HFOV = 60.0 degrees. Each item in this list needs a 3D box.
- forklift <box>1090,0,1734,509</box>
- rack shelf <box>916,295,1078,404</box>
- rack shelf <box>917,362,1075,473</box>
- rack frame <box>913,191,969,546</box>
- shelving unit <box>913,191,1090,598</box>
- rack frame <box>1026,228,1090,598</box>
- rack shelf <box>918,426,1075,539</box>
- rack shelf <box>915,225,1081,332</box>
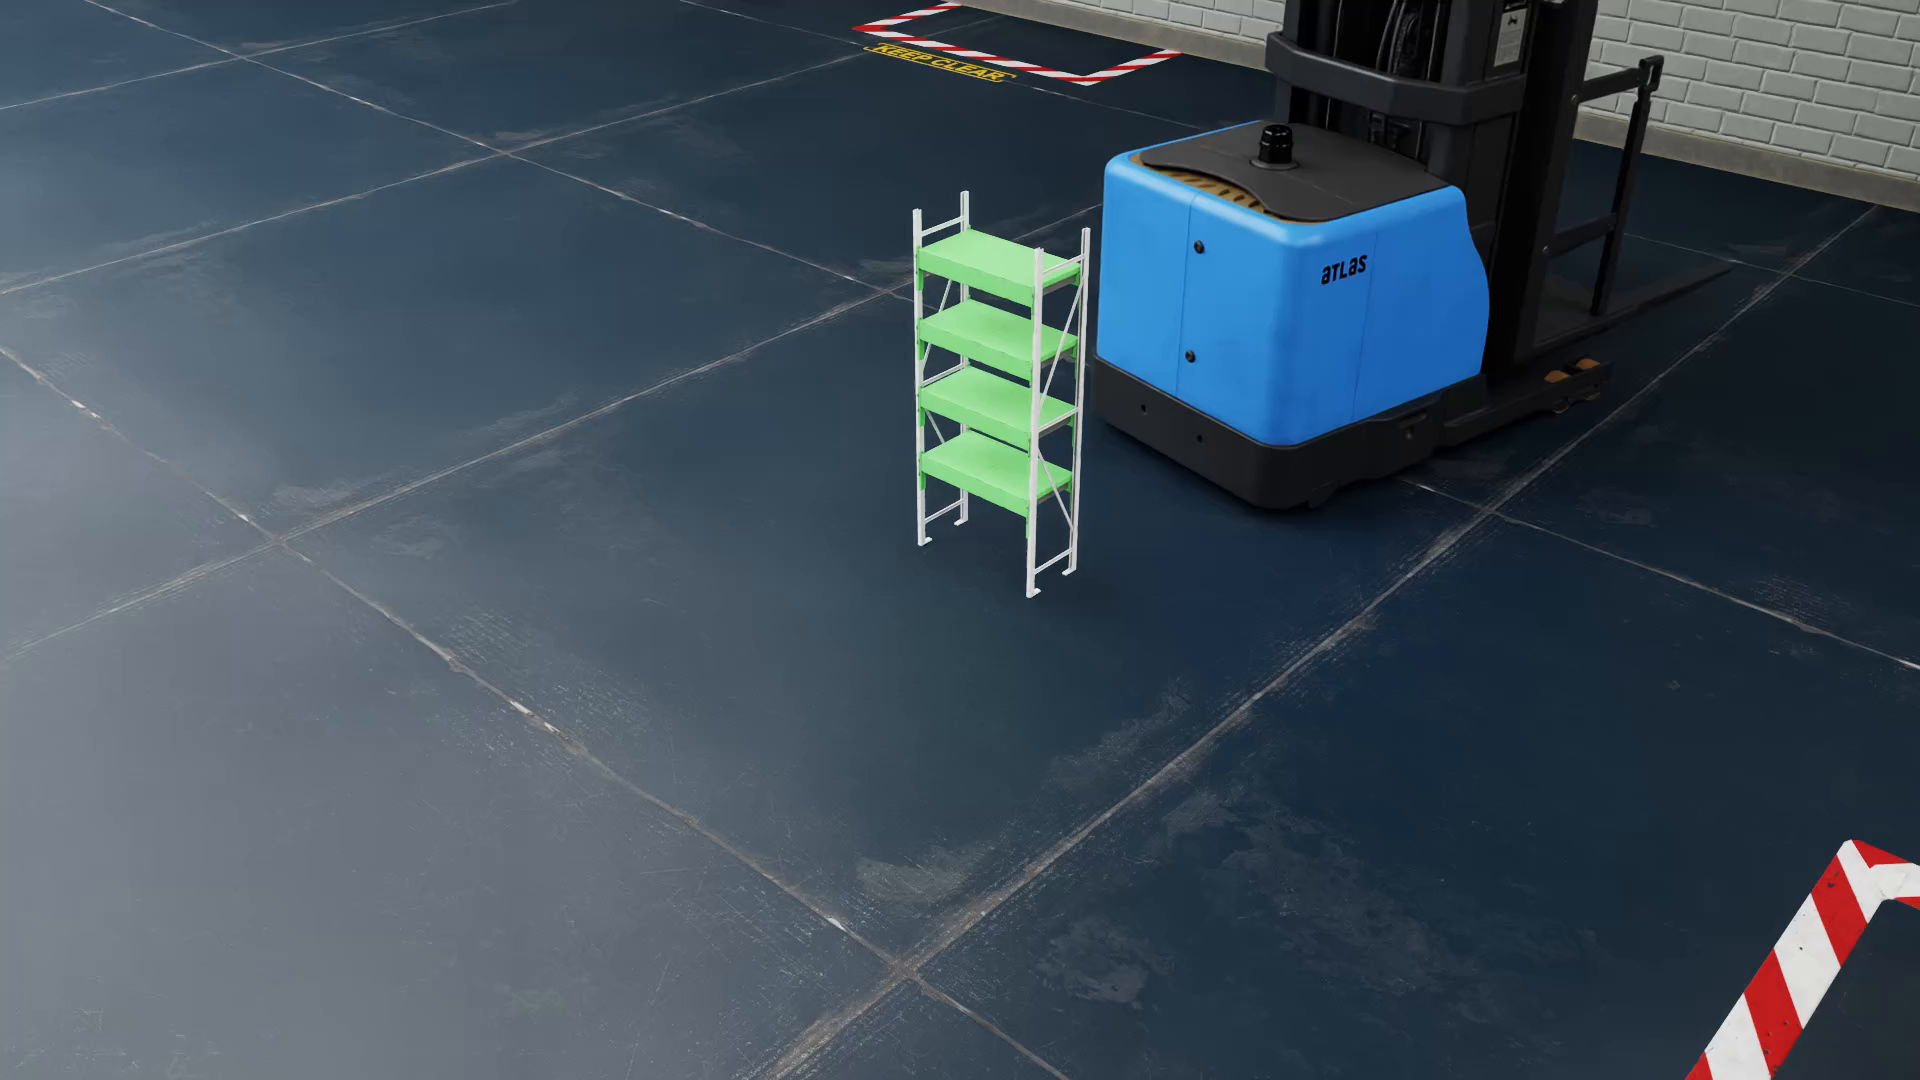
[{"bbox_3d":[1.996,-1.956,6.158,3.031,2.935,1.130,-21,37,-30],"label":"forklift"},{"bbox_3d":[0.123,-0.608,5.255,0.480,0.148,0.258,25,39,35],"label":"rack shelf"},{"bbox_3d":[0.123,-0.402,5.378,0.480,0.148,0.258,25,39,35],"label":"rack shelf"},{"bbox_3d":[-0.058,-0.541,5.486,0.015,1.200,0.240,25,39,35],"label":"rack frame"},{"bbox_3d":[0.123,-0.457,5.345,0.503,1.200,0.258,25,39,35],"label":"shelving unit"},{"bbox_3d":[0.304,-0.372,5.205,0.015,1.200,0.240,25,39,35],"label":"rack frame"},{"bbox_3d":[0.123,-0.196,5.502,0.480,0.148,0.258,25,39,35],"label":"rack shelf"},{"bbox_3d":[0.123,-0.813,5.131,0.480,0.148,0.258,25,39,35],"label":"rack shelf"}]
